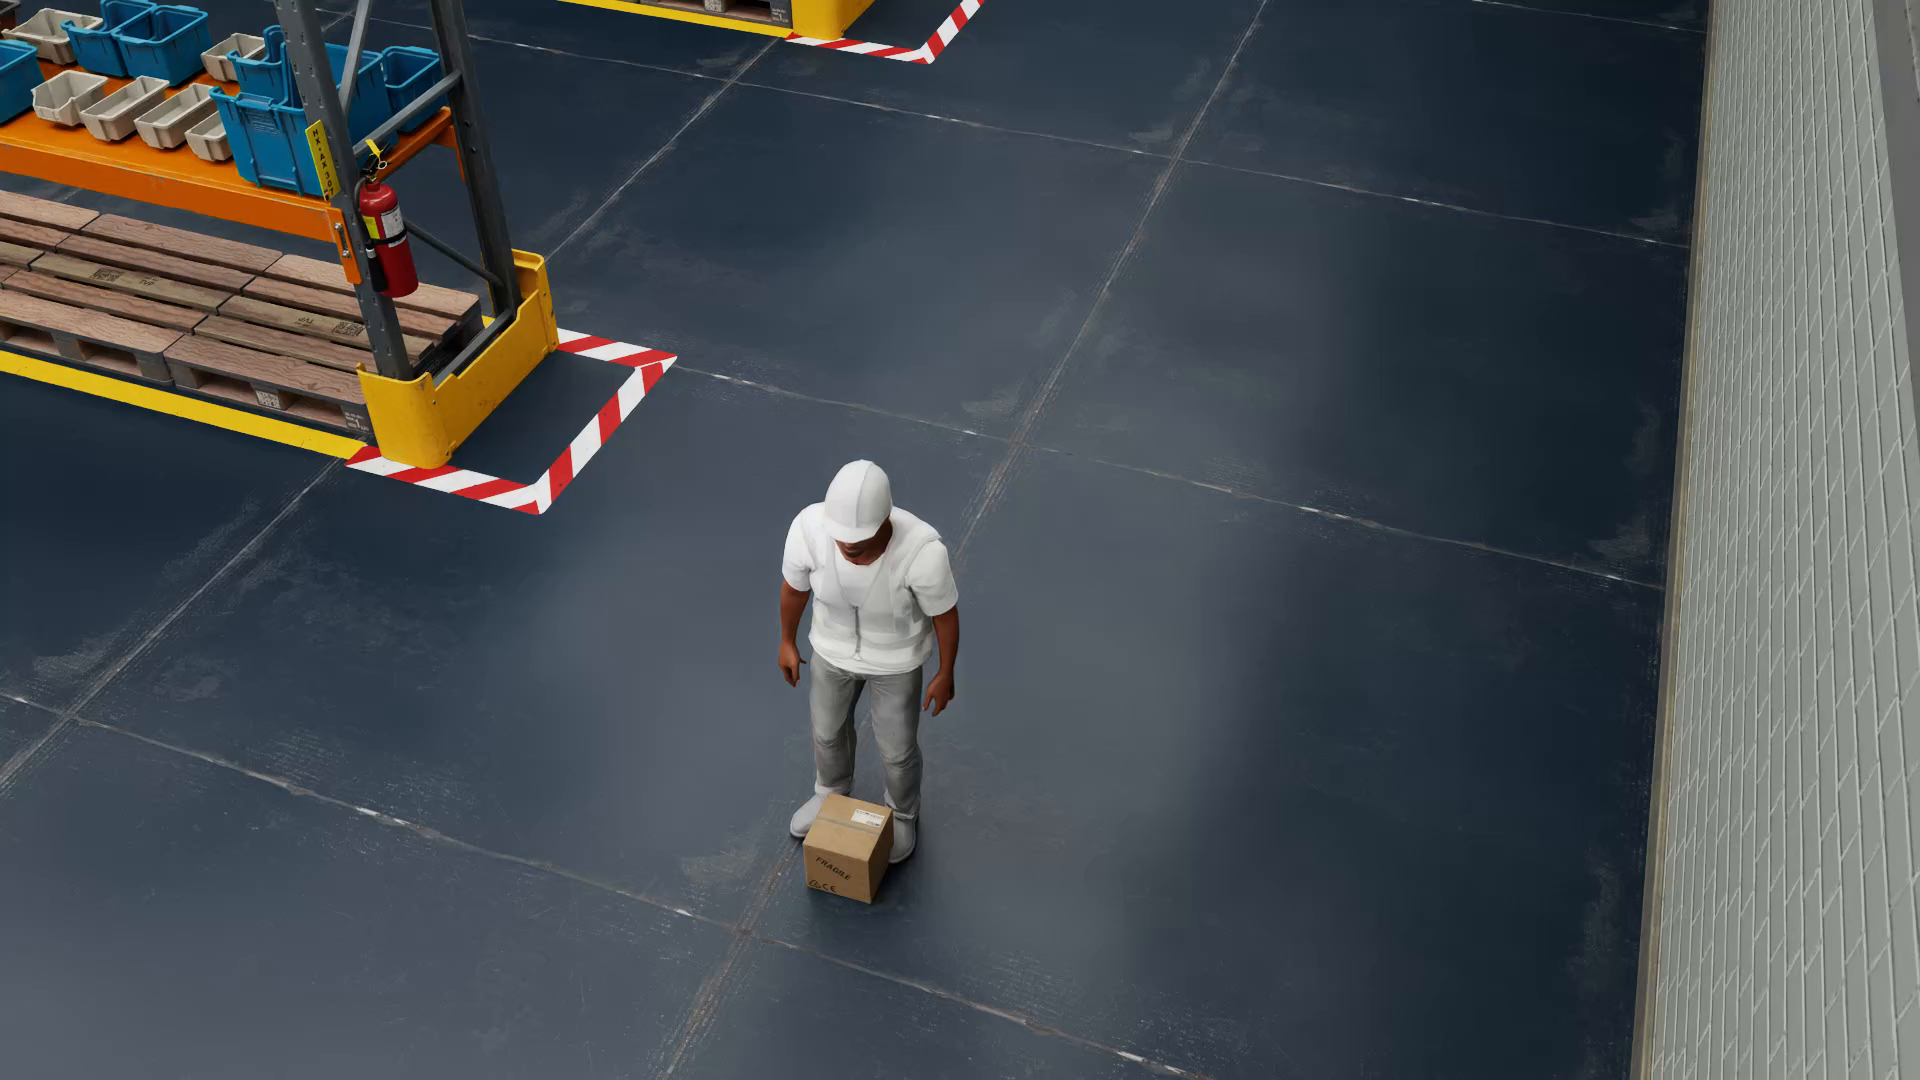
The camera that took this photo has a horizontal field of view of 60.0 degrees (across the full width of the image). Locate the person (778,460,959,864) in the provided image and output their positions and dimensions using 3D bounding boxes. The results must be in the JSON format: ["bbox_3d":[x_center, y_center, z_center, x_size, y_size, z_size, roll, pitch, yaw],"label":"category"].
[{"bbox_3d":[-0.320,0.404,5.686,0.633,1.759,0.462,11,42,12],"label":"person"}]
